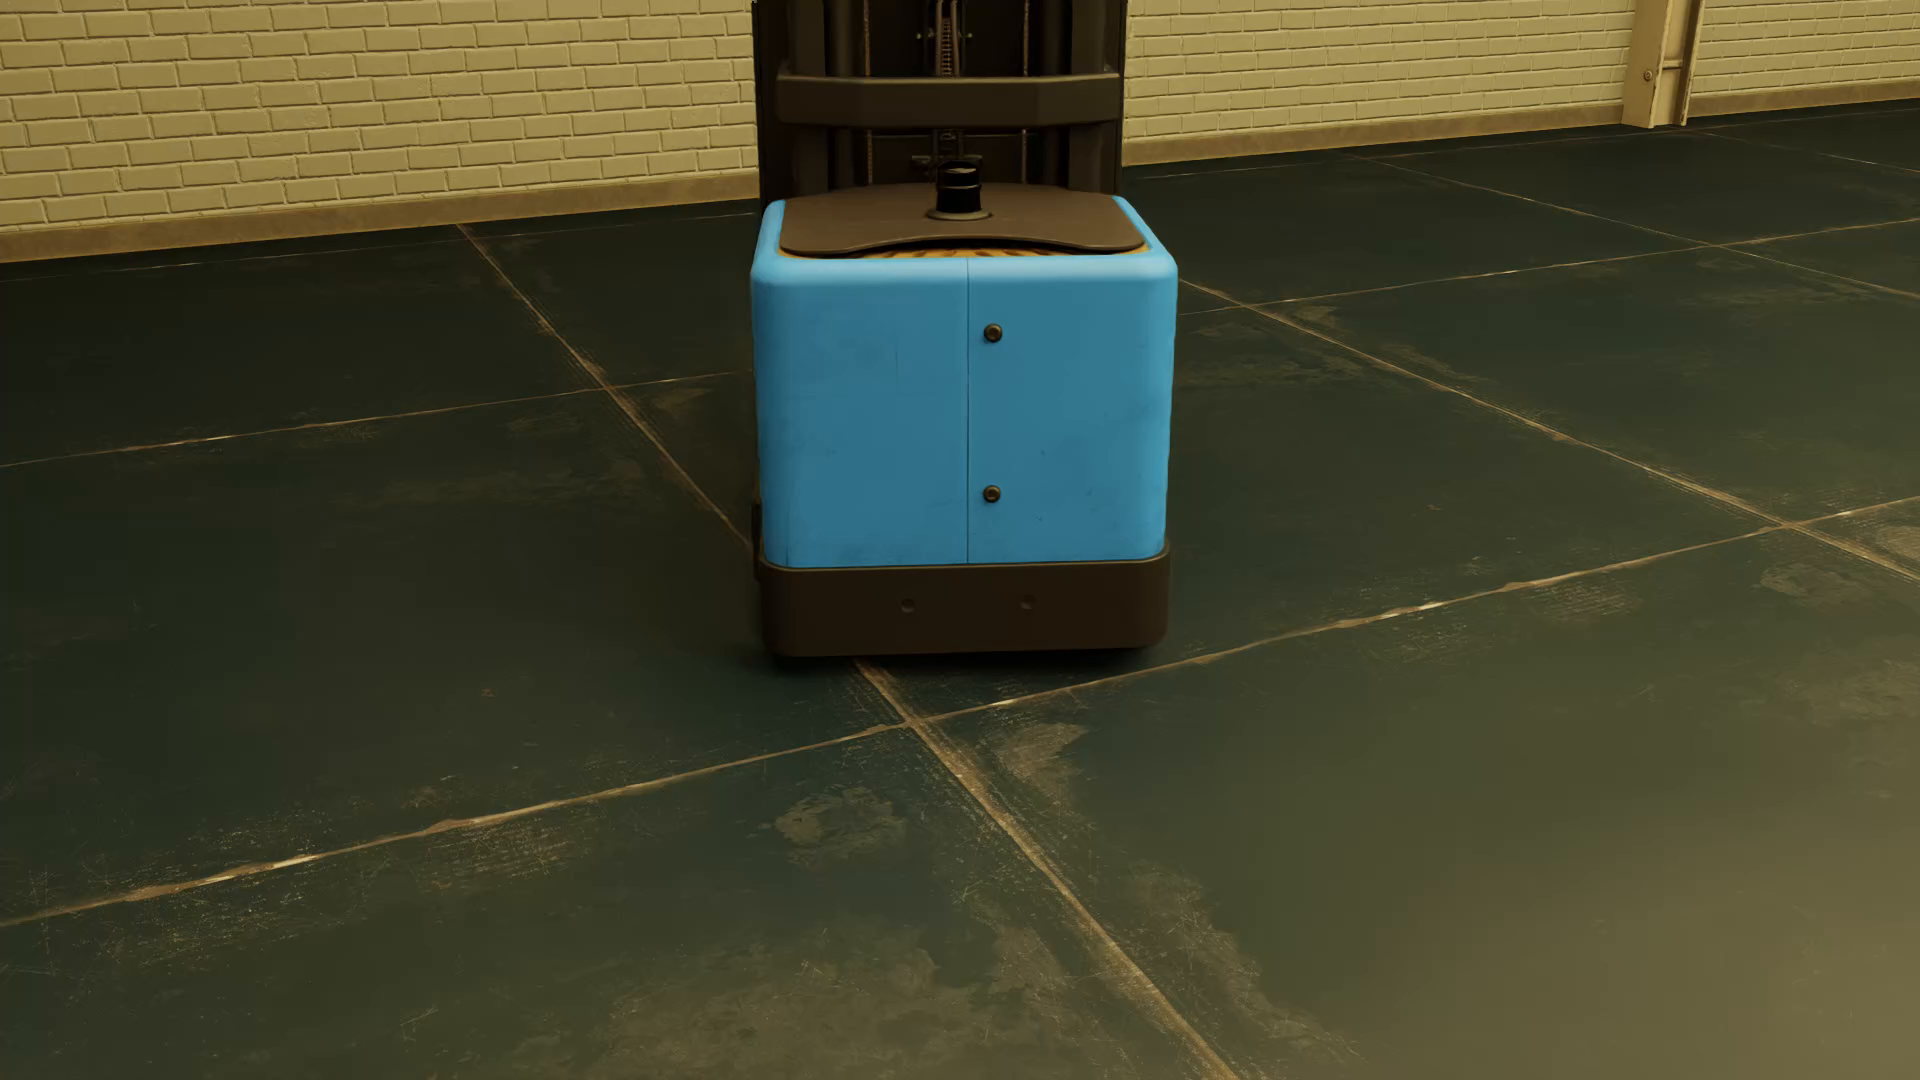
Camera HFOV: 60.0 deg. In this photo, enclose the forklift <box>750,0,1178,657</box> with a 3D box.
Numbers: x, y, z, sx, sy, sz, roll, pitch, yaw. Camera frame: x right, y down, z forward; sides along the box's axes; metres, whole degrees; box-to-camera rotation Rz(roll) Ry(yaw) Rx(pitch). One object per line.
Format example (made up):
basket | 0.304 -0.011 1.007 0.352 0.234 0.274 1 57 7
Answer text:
forklift | -0.076 -1.580 5.089 1.130 2.935 3.031 -1 23 -3
